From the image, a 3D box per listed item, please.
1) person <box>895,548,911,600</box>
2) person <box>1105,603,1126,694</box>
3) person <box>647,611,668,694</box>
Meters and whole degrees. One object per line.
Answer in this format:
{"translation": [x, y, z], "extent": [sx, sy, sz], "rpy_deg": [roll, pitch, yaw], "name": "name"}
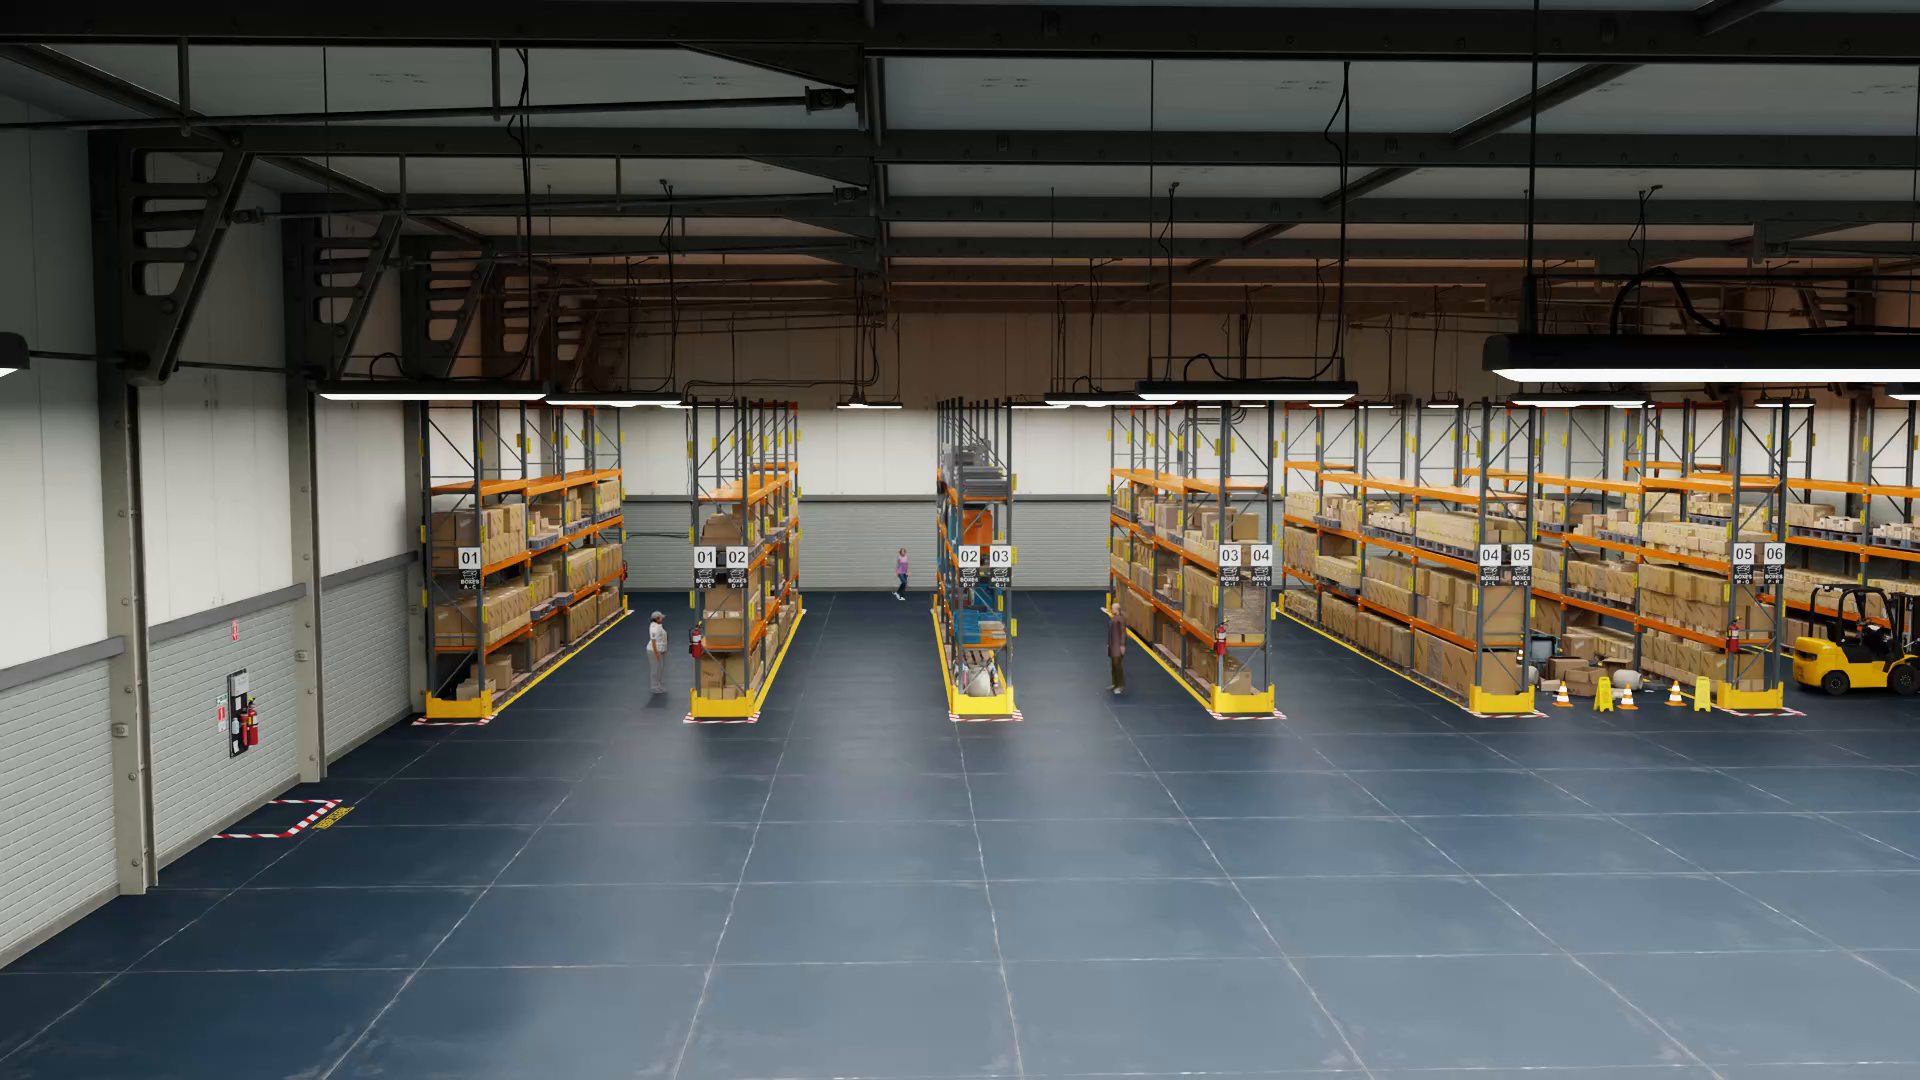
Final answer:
{"translation": [-1.725, 1.035, 50.275], "extent": [0.435, 1.593, 0.425], "rpy_deg": [3, 5, 35], "name": "person"}
{"translation": [3.171, 2.213, 34.086], "extent": [0.401, 1.828, 0.657], "rpy_deg": [-1, 5, -15], "name": "person"}
{"translation": [-6.156, 2.280, 33.866], "extent": [0.392, 1.669, 0.531], "rpy_deg": [1, 5, 13], "name": "person"}
